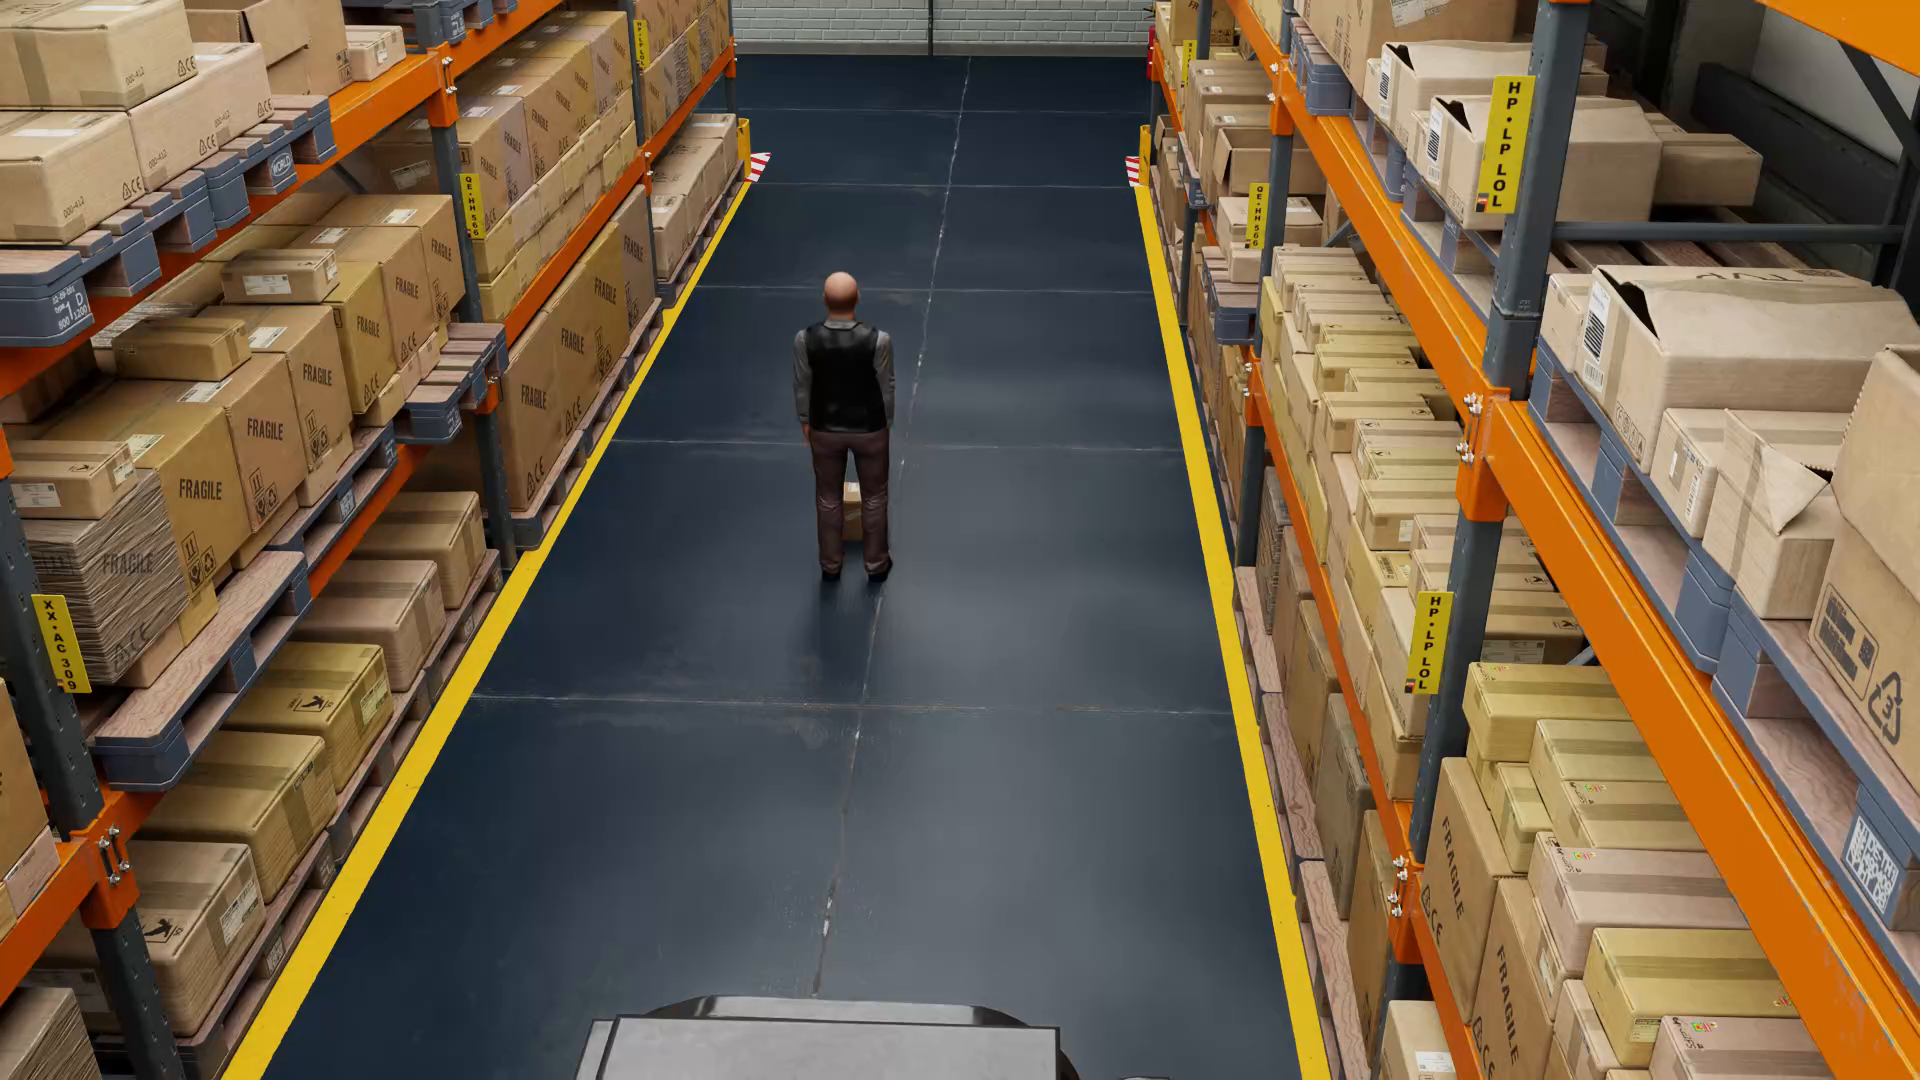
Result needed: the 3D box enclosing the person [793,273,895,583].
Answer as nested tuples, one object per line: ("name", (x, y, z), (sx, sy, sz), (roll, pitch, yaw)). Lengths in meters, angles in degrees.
("person", (-0.601, -0.585, 8.767), (0.533, 1.715, 0.359), (2, 28, 3))
